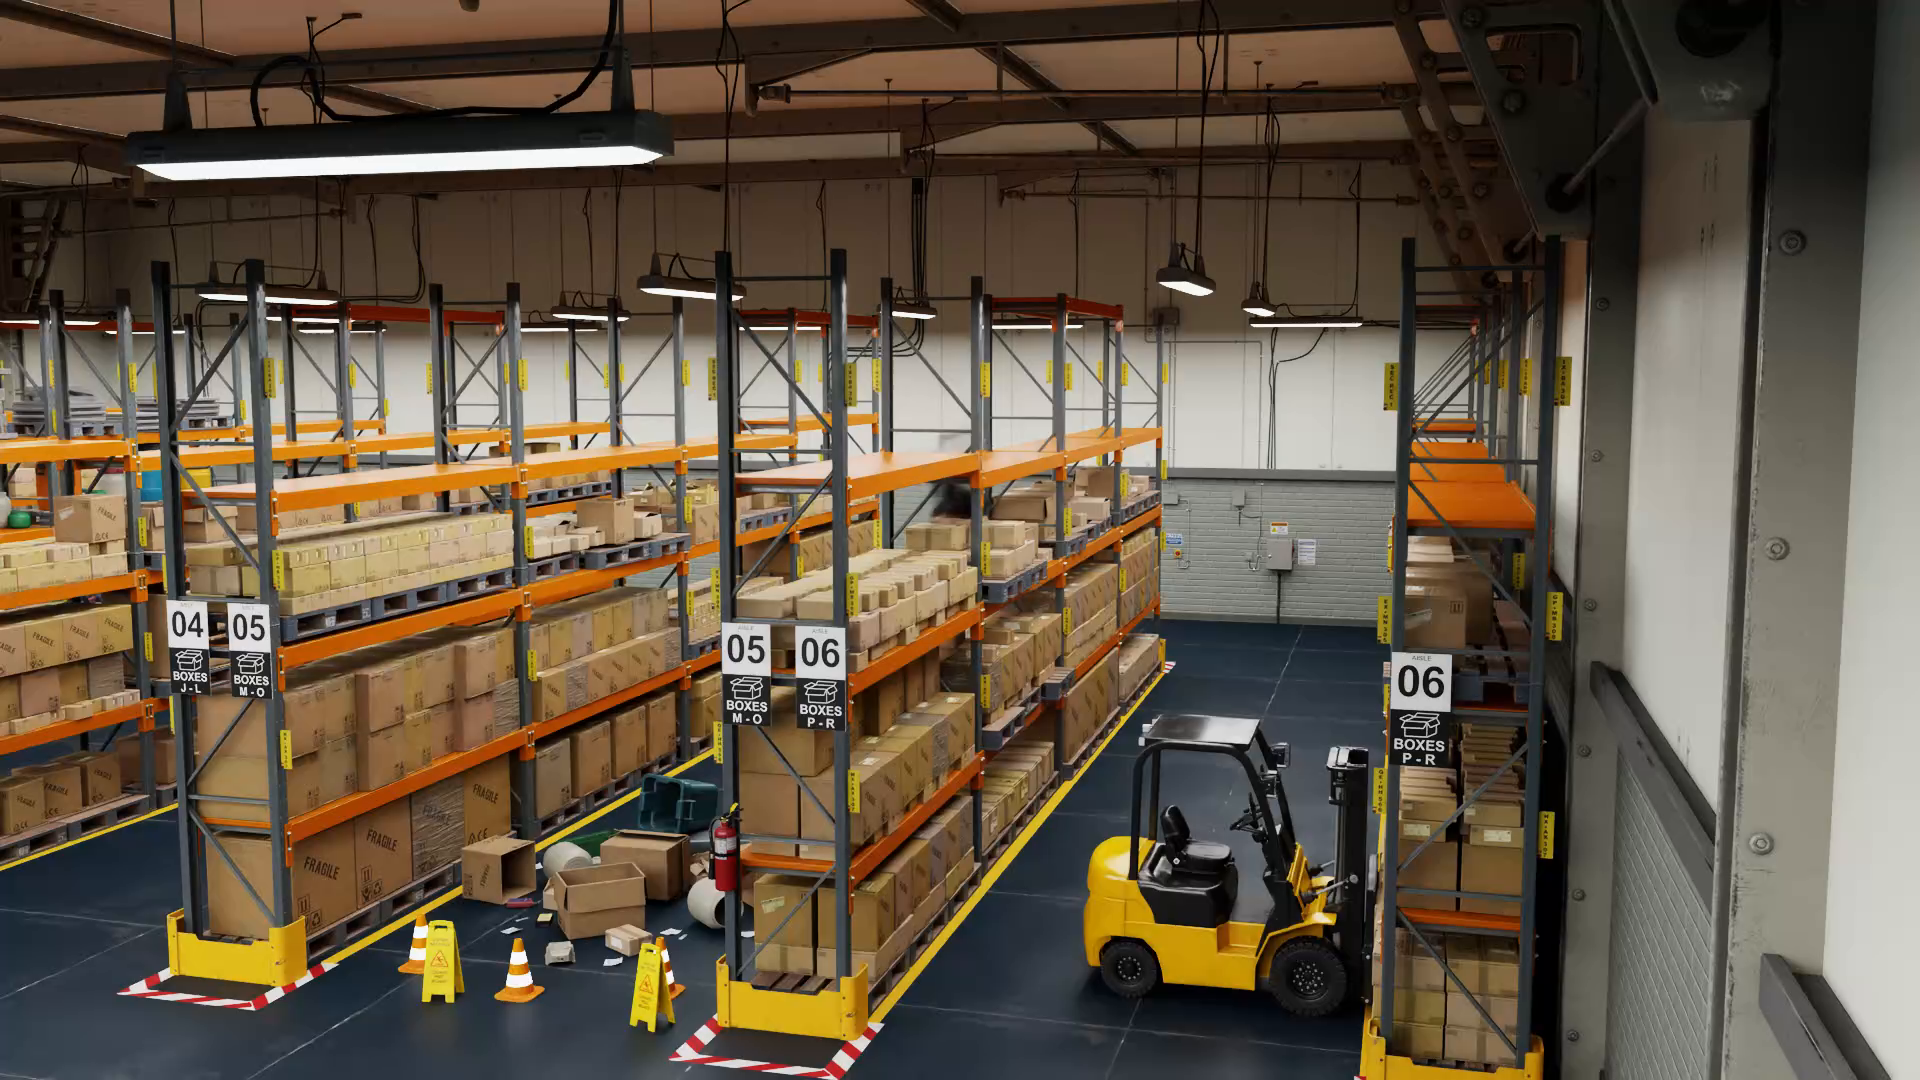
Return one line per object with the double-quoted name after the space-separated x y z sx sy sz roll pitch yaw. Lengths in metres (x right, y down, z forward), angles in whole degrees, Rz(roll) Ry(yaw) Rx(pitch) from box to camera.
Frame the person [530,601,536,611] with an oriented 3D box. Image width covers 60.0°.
-6.370 1.641 24.631 0.656 1.716 0.890 0 6 4 "person"
